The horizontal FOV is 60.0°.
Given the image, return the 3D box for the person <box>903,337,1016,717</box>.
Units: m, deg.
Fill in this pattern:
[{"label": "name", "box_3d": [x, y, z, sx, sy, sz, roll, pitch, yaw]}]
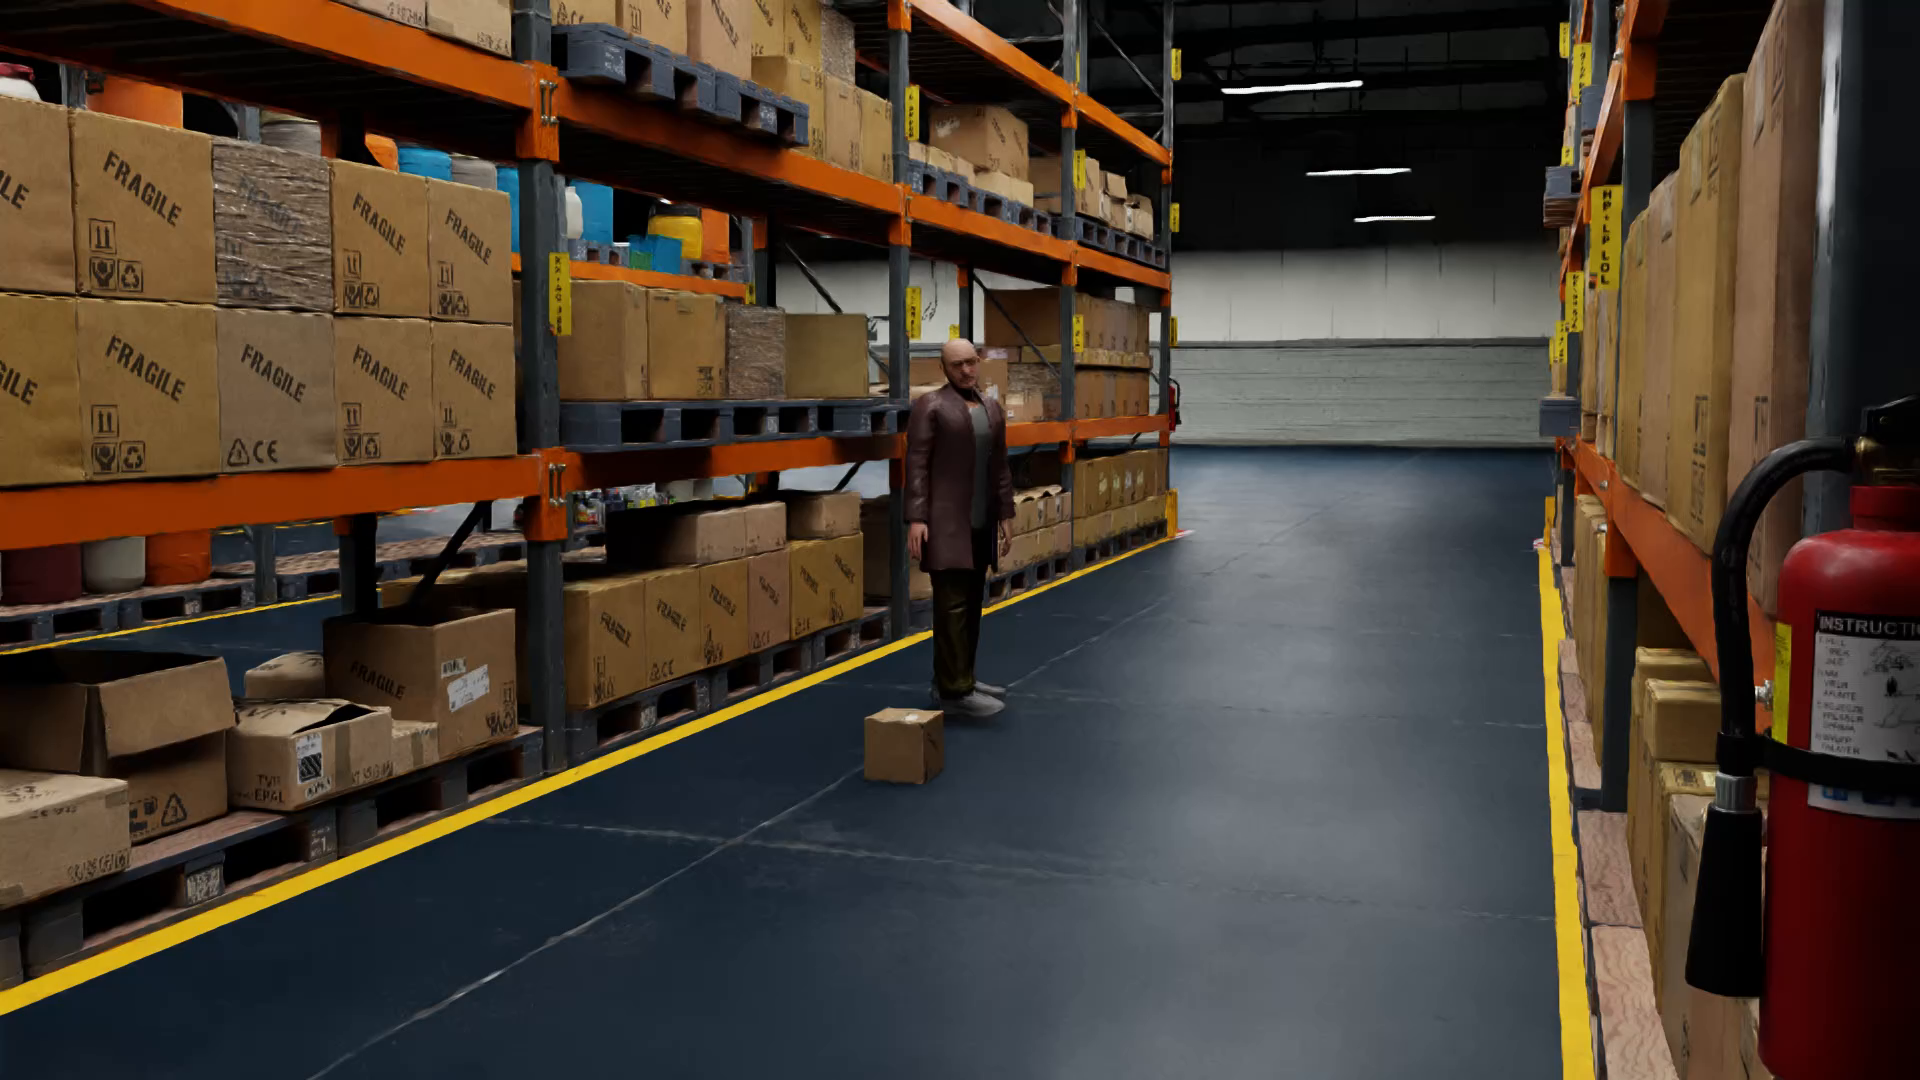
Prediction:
[{"label": "person", "box_3d": [0.035, -0.069, 7.891, 0.636, 1.777, 0.683, 5, 7, 42]}]
